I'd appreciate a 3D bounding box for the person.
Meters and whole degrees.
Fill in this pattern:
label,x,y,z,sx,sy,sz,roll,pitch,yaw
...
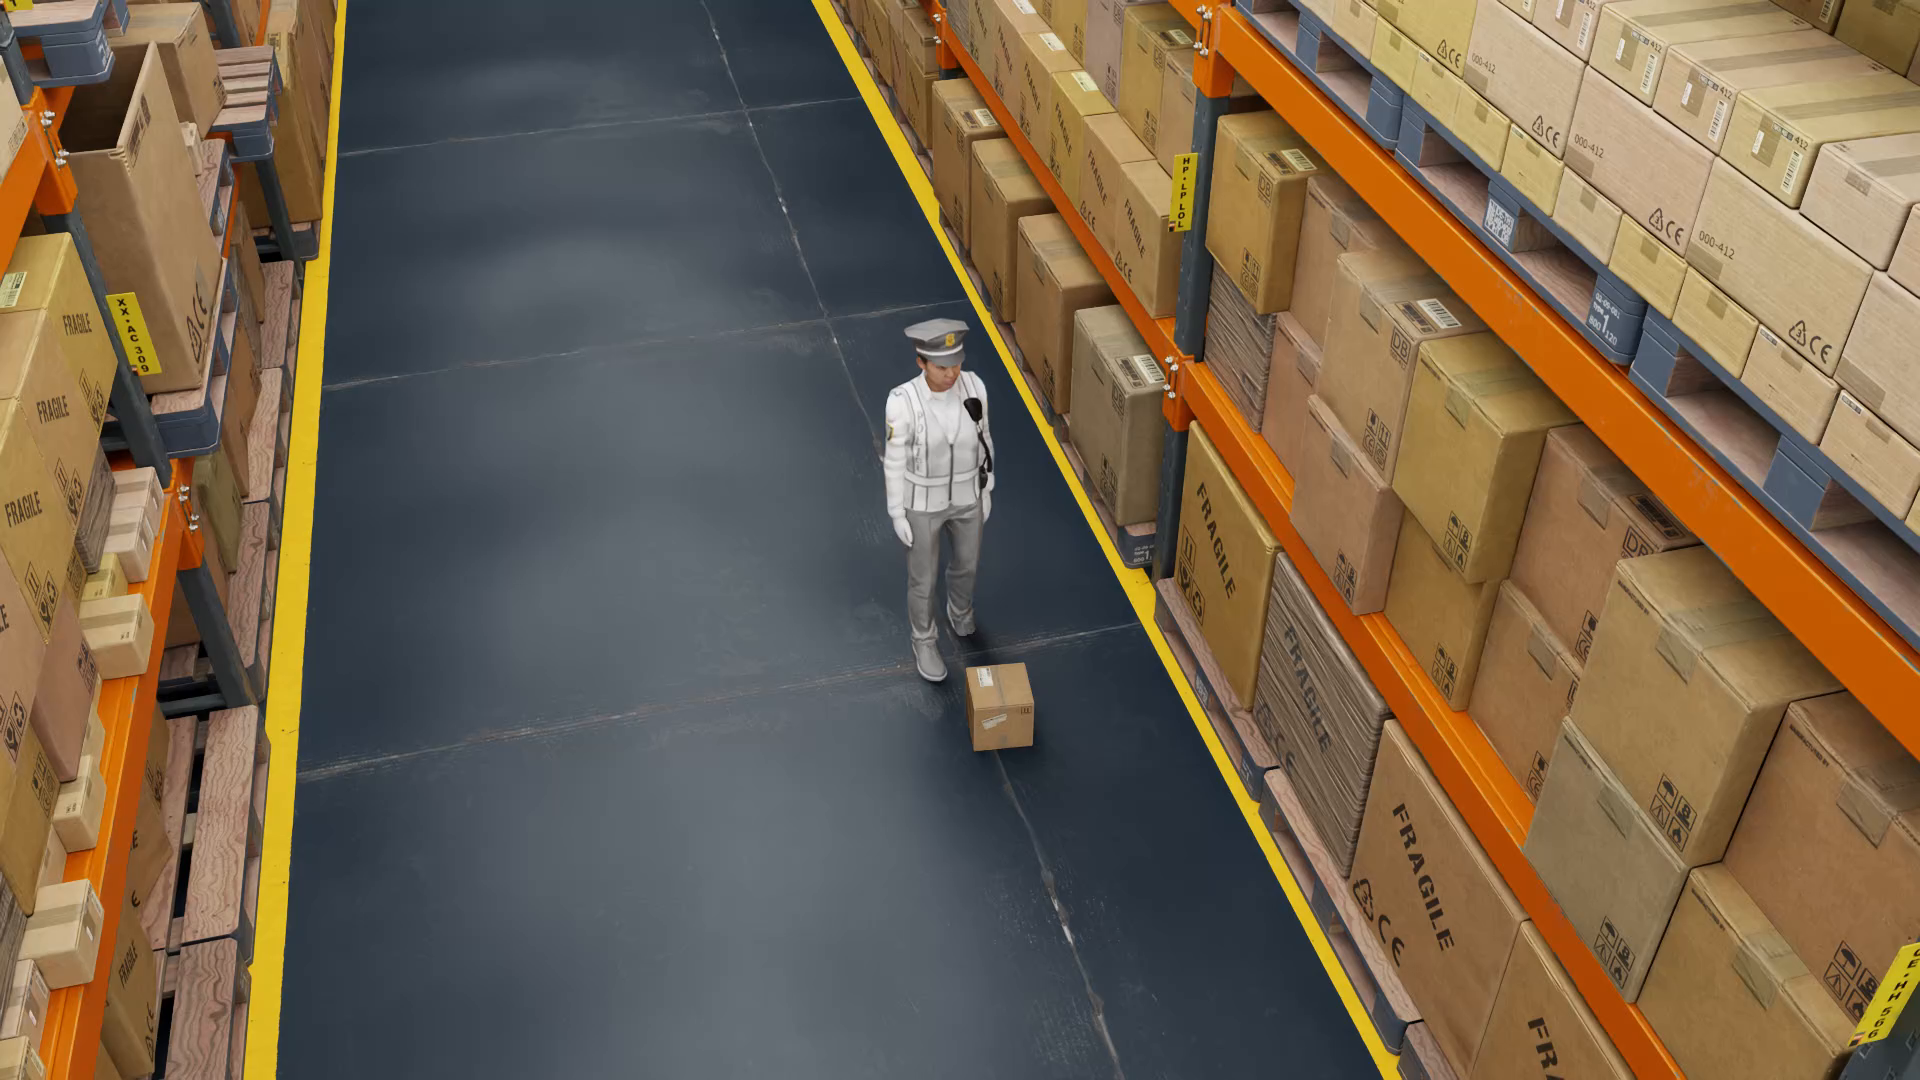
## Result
label,x,y,z,sx,sy,sz,roll,pitch,yaw
person,-0.078,-0.138,6.939,0.482,1.767,0.417,-14,40,-17
